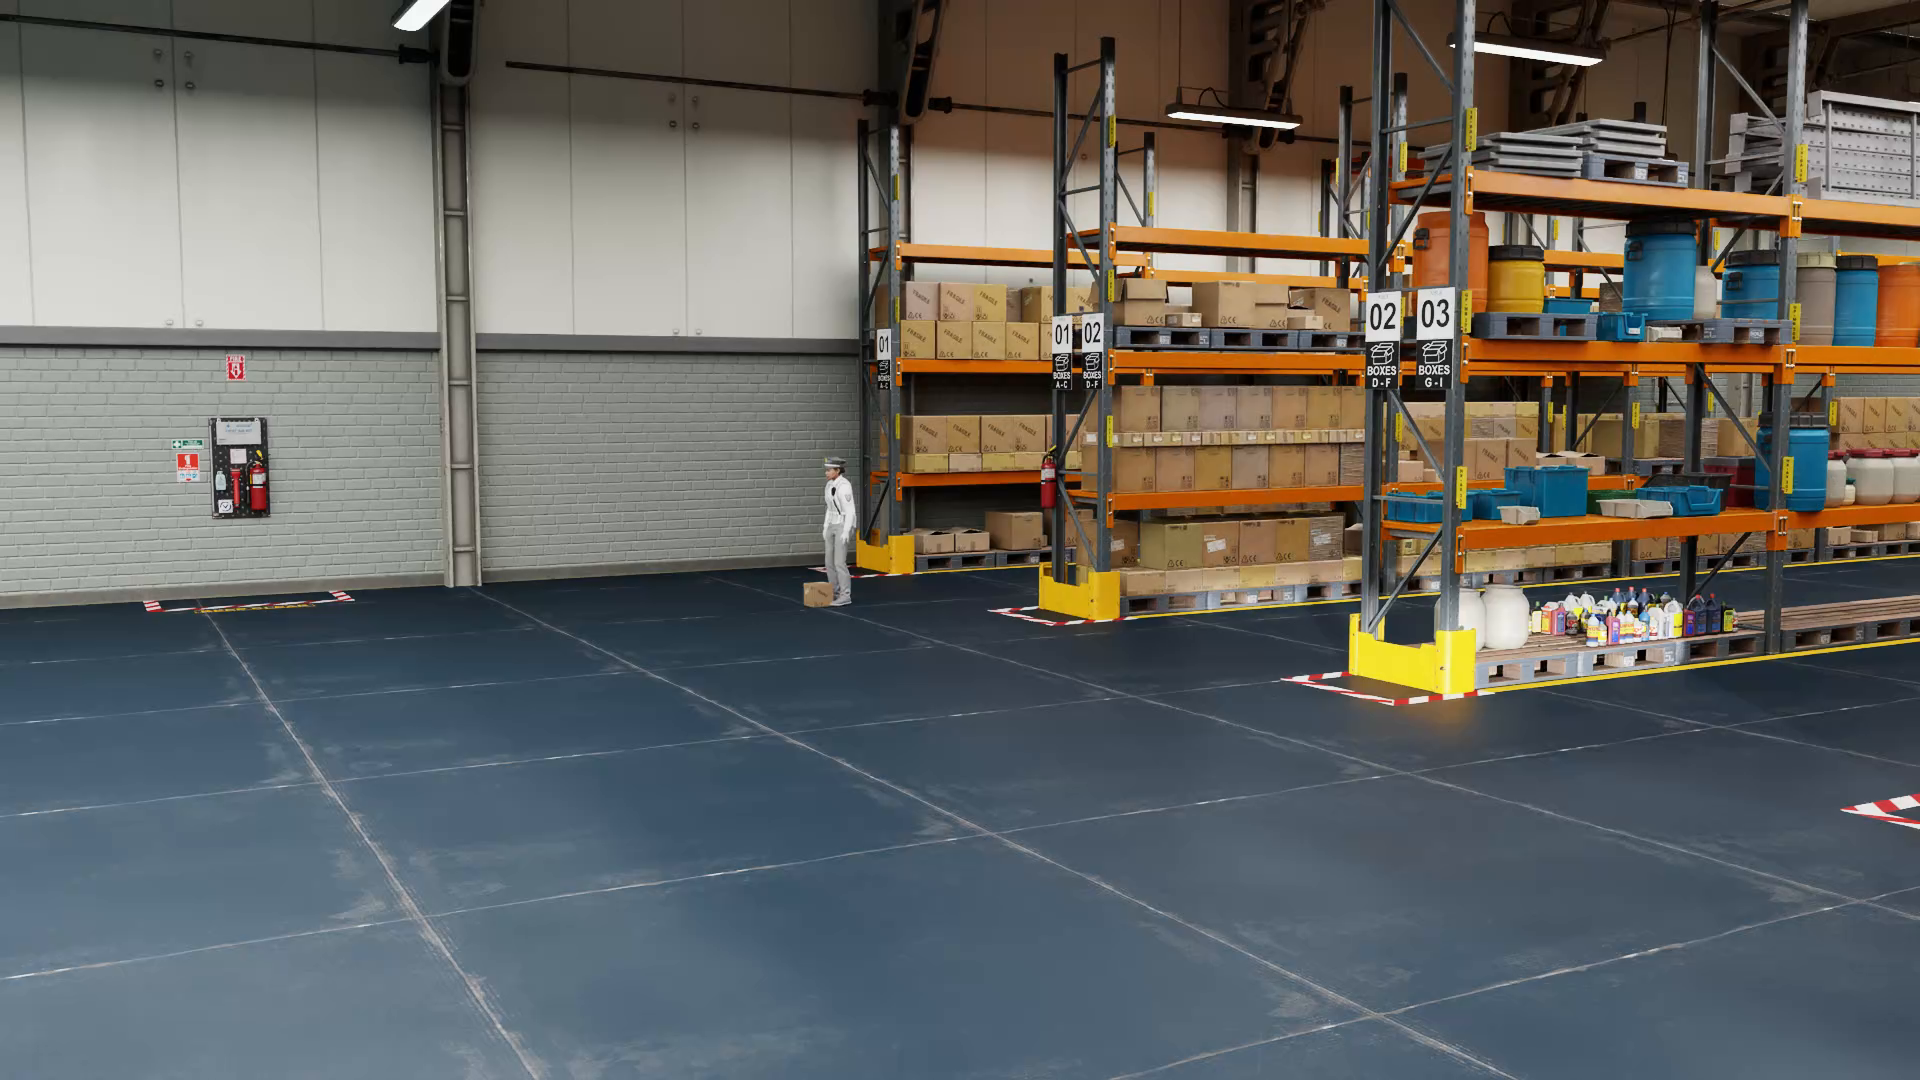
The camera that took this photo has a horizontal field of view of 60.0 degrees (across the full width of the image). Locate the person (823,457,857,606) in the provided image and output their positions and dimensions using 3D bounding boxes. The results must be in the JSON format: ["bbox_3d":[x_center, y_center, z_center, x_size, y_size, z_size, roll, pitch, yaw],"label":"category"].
[{"bbox_3d":[-1.369,-0.103,18.638,0.374,1.662,0.539,-3,6,-32],"label":"person"}]
